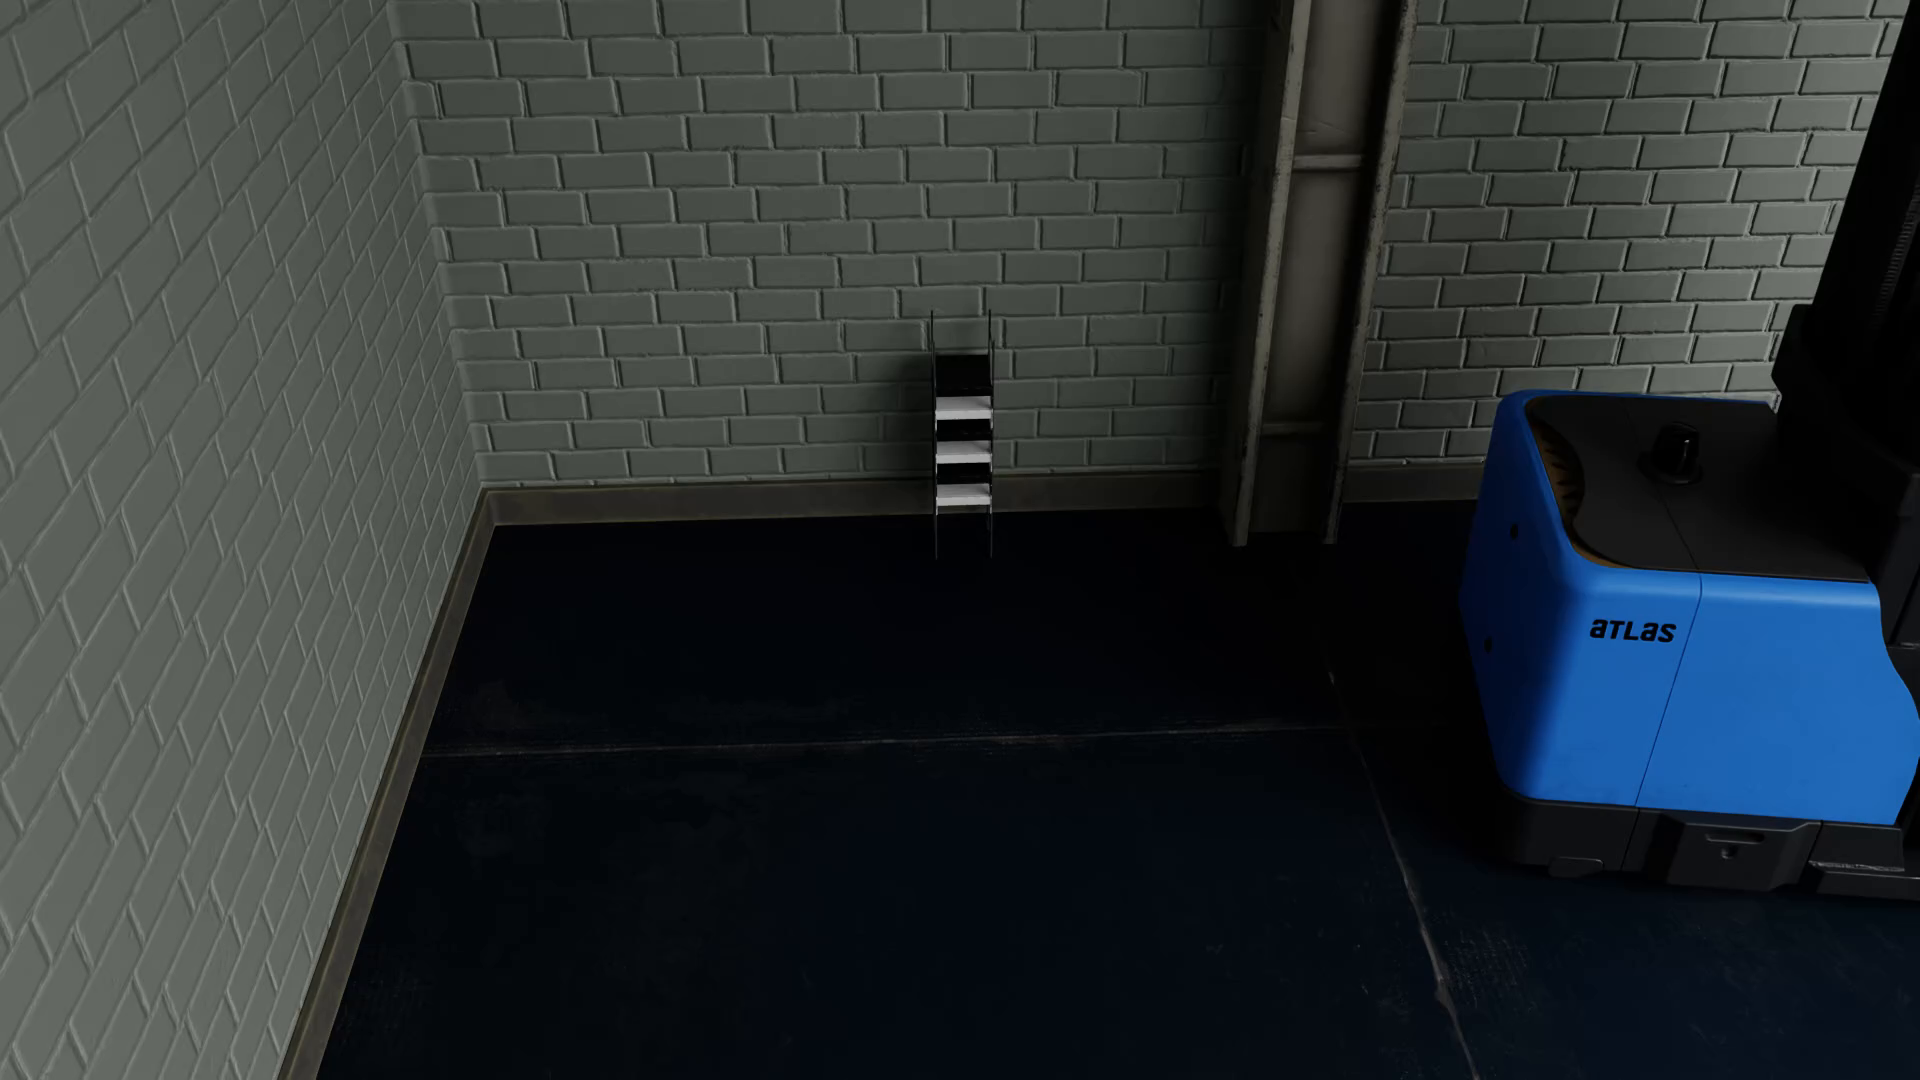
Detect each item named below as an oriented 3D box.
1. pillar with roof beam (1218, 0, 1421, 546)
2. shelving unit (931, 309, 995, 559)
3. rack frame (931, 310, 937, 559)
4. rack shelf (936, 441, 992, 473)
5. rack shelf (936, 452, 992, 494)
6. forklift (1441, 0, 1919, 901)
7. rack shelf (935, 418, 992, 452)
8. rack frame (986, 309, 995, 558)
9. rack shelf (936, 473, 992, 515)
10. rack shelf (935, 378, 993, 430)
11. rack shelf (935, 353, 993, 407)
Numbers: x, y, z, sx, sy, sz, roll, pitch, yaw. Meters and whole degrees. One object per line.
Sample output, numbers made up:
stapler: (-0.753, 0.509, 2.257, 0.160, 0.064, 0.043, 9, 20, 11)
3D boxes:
pillar with roof beam: (1.408, -1.322, 0.253, 0.400, 9.000, 9.100, -2, 35, -2)
shelving unit: (0.008, -0.370, 5.994, 0.210, 0.900, 0.258, -2, 35, -2)
rack frame: (-0.093, -0.367, 5.990, 0.006, 0.900, 0.240, -2, 35, -2)
rack shelf: (0.008, -0.343, 6.013, 0.200, 0.077, 0.258, -2, 35, -2)
rack shelf: (0.008, -0.269, 6.064, 0.200, 0.077, 0.258, -2, 35, -2)
forklift: (3.070, -0.427, 4.291, 3.031, 2.935, 1.130, 3, 35, 5)
rack shelf: (0.008, -0.417, 5.962, 0.200, 0.077, 0.258, -2, 35, -2)
rack frame: (0.110, -0.373, 5.998, 0.006, 0.900, 0.240, -2, 35, -2)
rack shelf: (0.008, -0.195, 6.116, 0.200, 0.077, 0.258, -2, 35, -2)
rack shelf: (0.008, -0.491, 5.911, 0.200, 0.077, 0.258, -2, 35, -2)
rack shelf: (0.008, -0.565, 5.860, 0.200, 0.077, 0.258, -2, 35, -2)
